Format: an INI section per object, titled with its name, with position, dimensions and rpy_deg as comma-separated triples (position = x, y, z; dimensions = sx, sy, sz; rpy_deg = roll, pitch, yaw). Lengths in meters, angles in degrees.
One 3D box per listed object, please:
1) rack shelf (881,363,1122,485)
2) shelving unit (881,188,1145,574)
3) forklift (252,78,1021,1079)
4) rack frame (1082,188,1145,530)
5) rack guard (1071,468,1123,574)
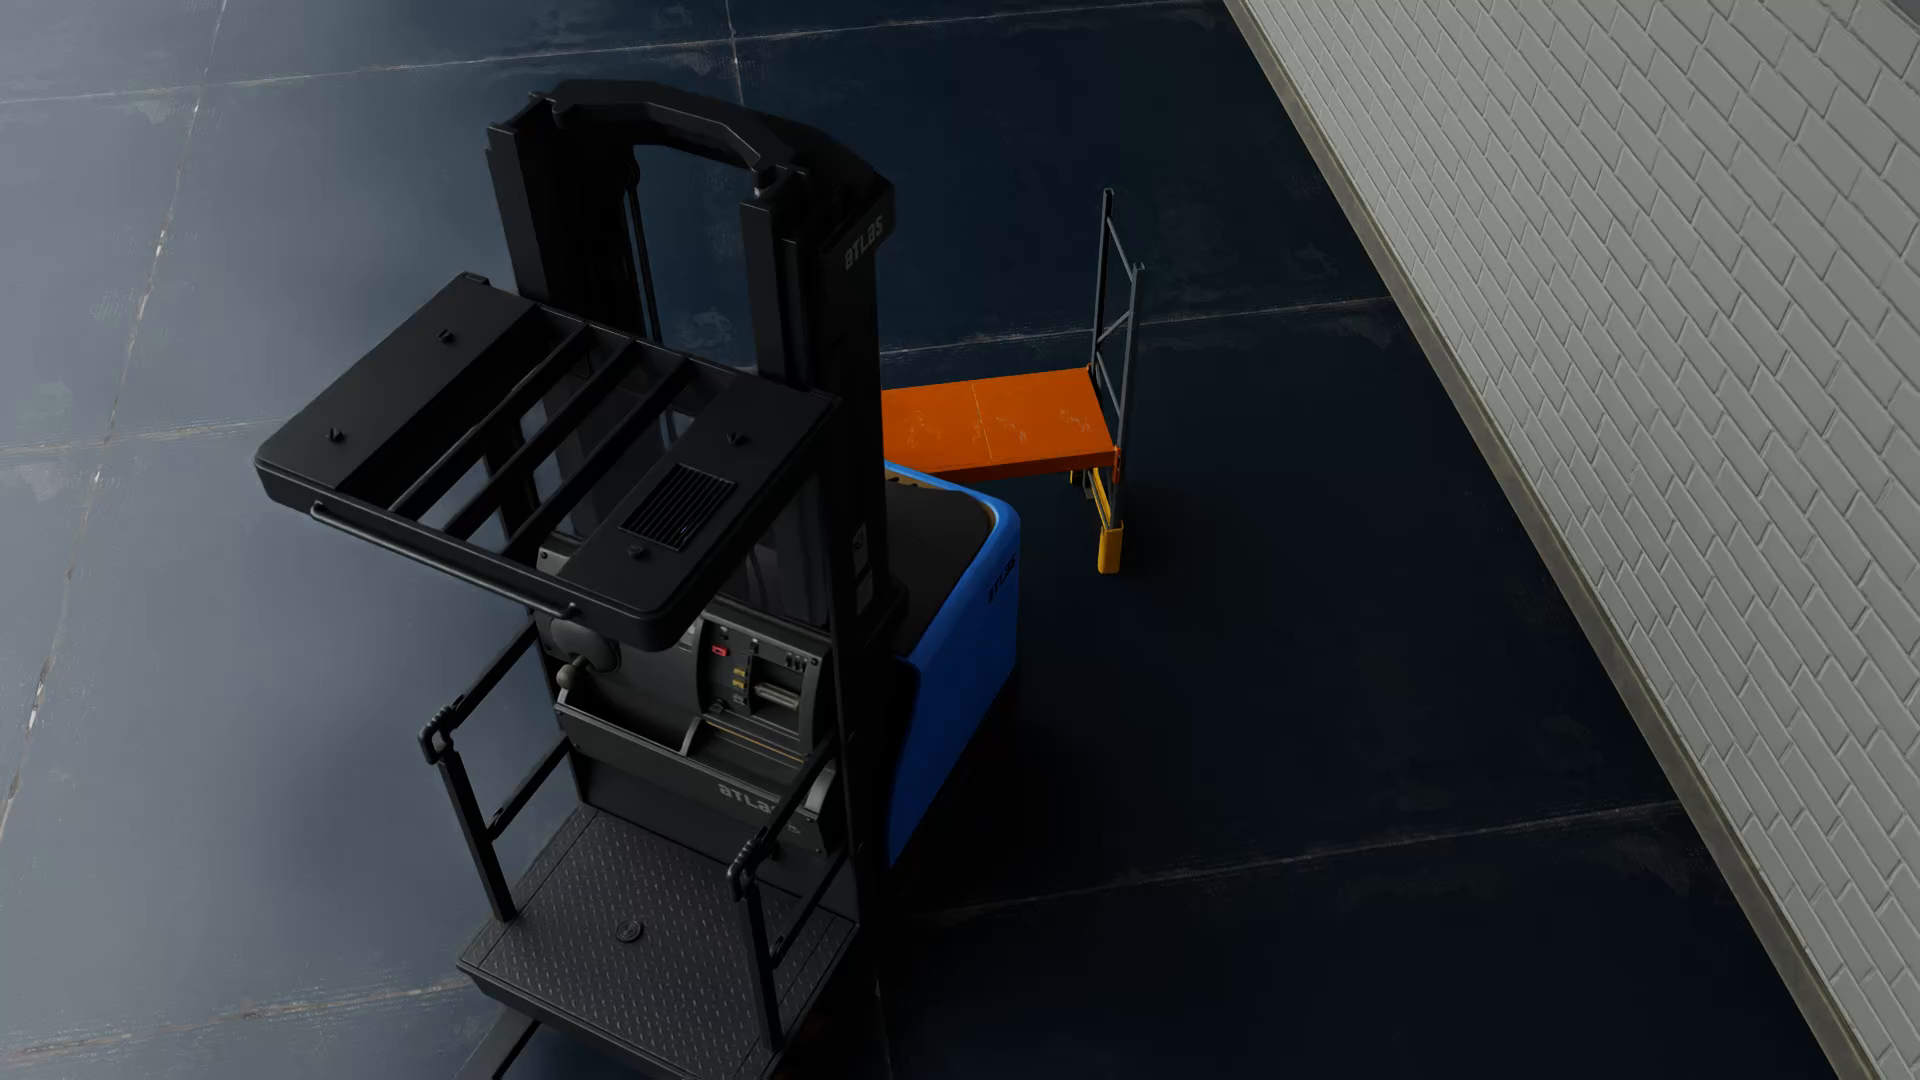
[rack shelf]
position = 0.084, -0.406, 6.543
dimensions = 1.000, 0.185, 0.538
rpy_deg = -7, 46, -7
[shelving unit]
position = 0.075, -0.530, 6.412
dimensions = 1.083, 1.500, 0.587
rpy_deg = -7, 46, -7
[forklift]
position = -0.888, 0.411, 4.512
dimensions = 1.130, 2.935, 3.031
rpy_deg = 20, 49, 18
[rack frame]
position = 0.585, -0.593, 6.473
dimensions = 0.032, 1.500, 0.500
rpy_deg = -7, 46, -7
[rack guard]
position = 0.566, -0.157, 6.921
dimensions = 0.087, 0.250, 0.587
rpy_deg = -7, 46, -7
